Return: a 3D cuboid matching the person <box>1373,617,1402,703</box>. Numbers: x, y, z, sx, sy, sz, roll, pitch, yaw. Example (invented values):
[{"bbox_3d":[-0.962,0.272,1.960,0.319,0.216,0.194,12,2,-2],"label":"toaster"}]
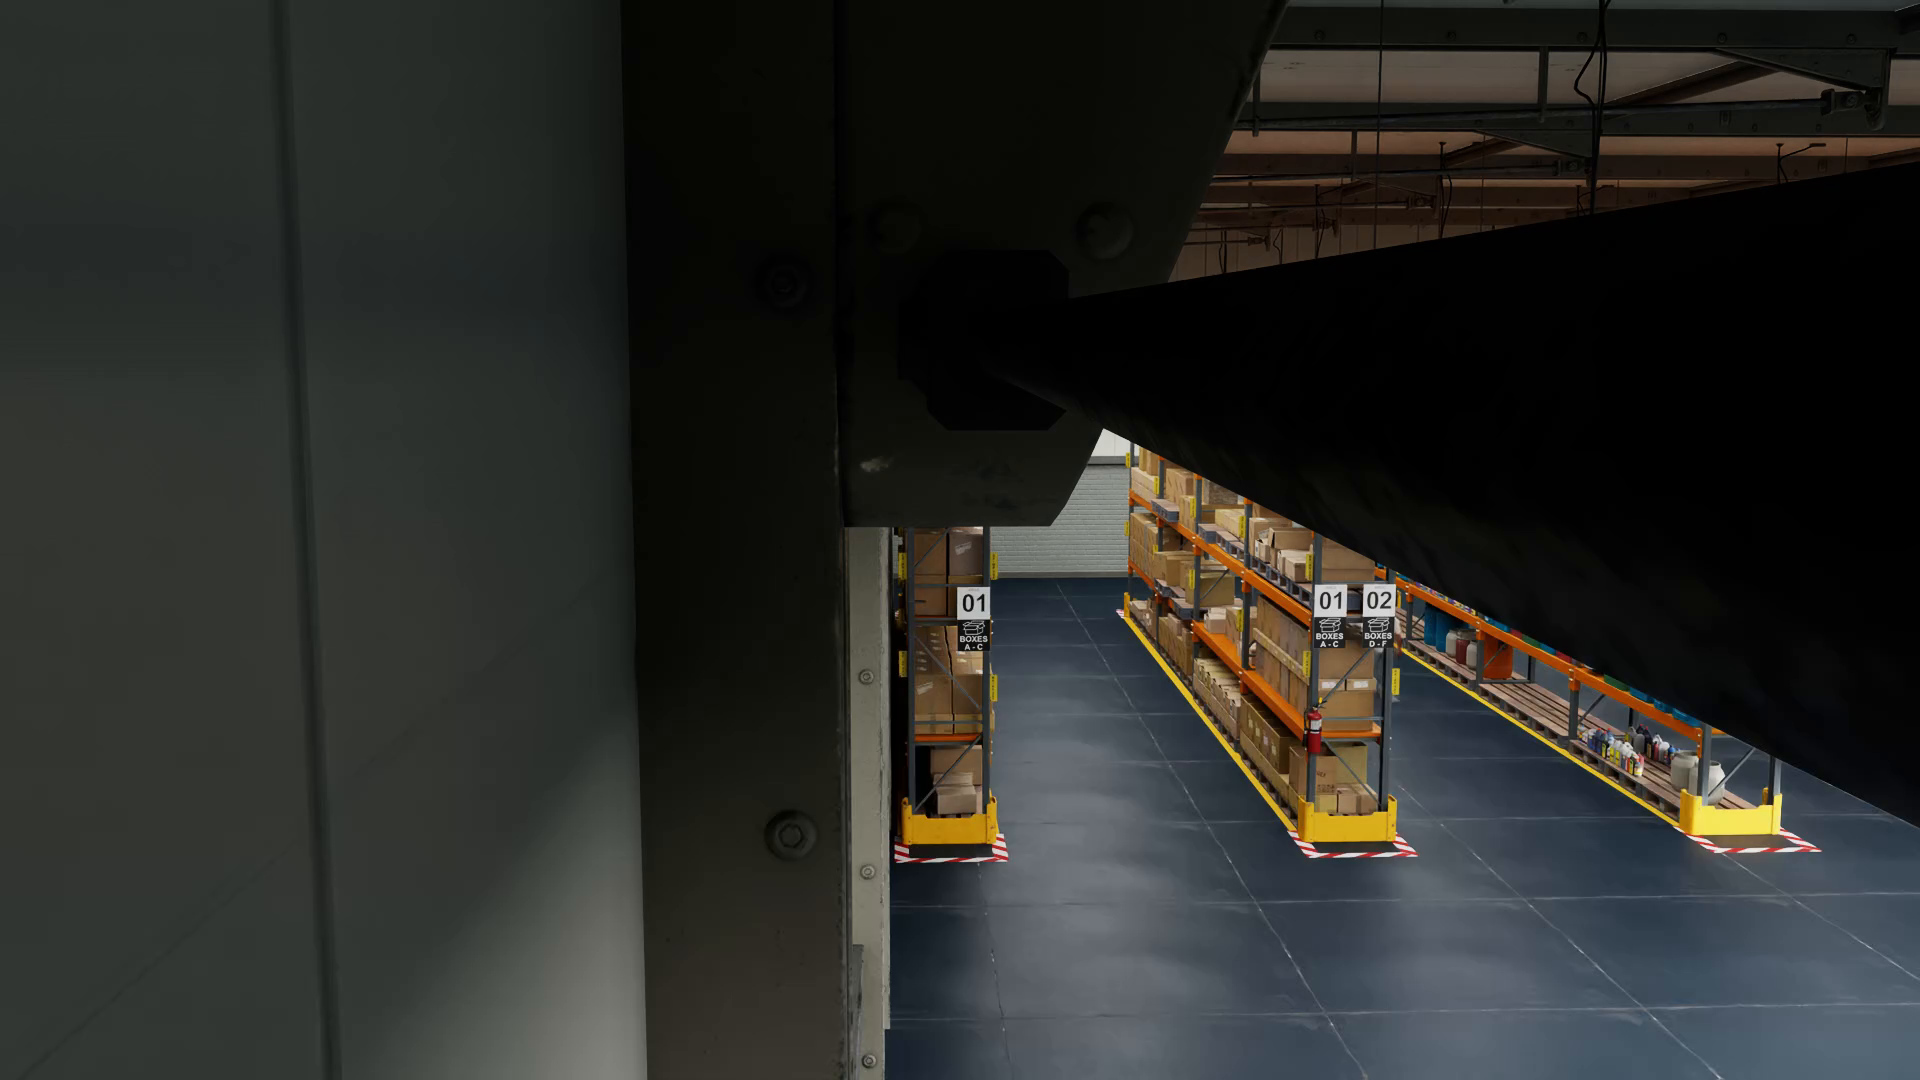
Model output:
[{"bbox_3d":[7.175,1.864,28.260,0.744,1.721,1.024,-1,7,-6],"label":"person"}]
